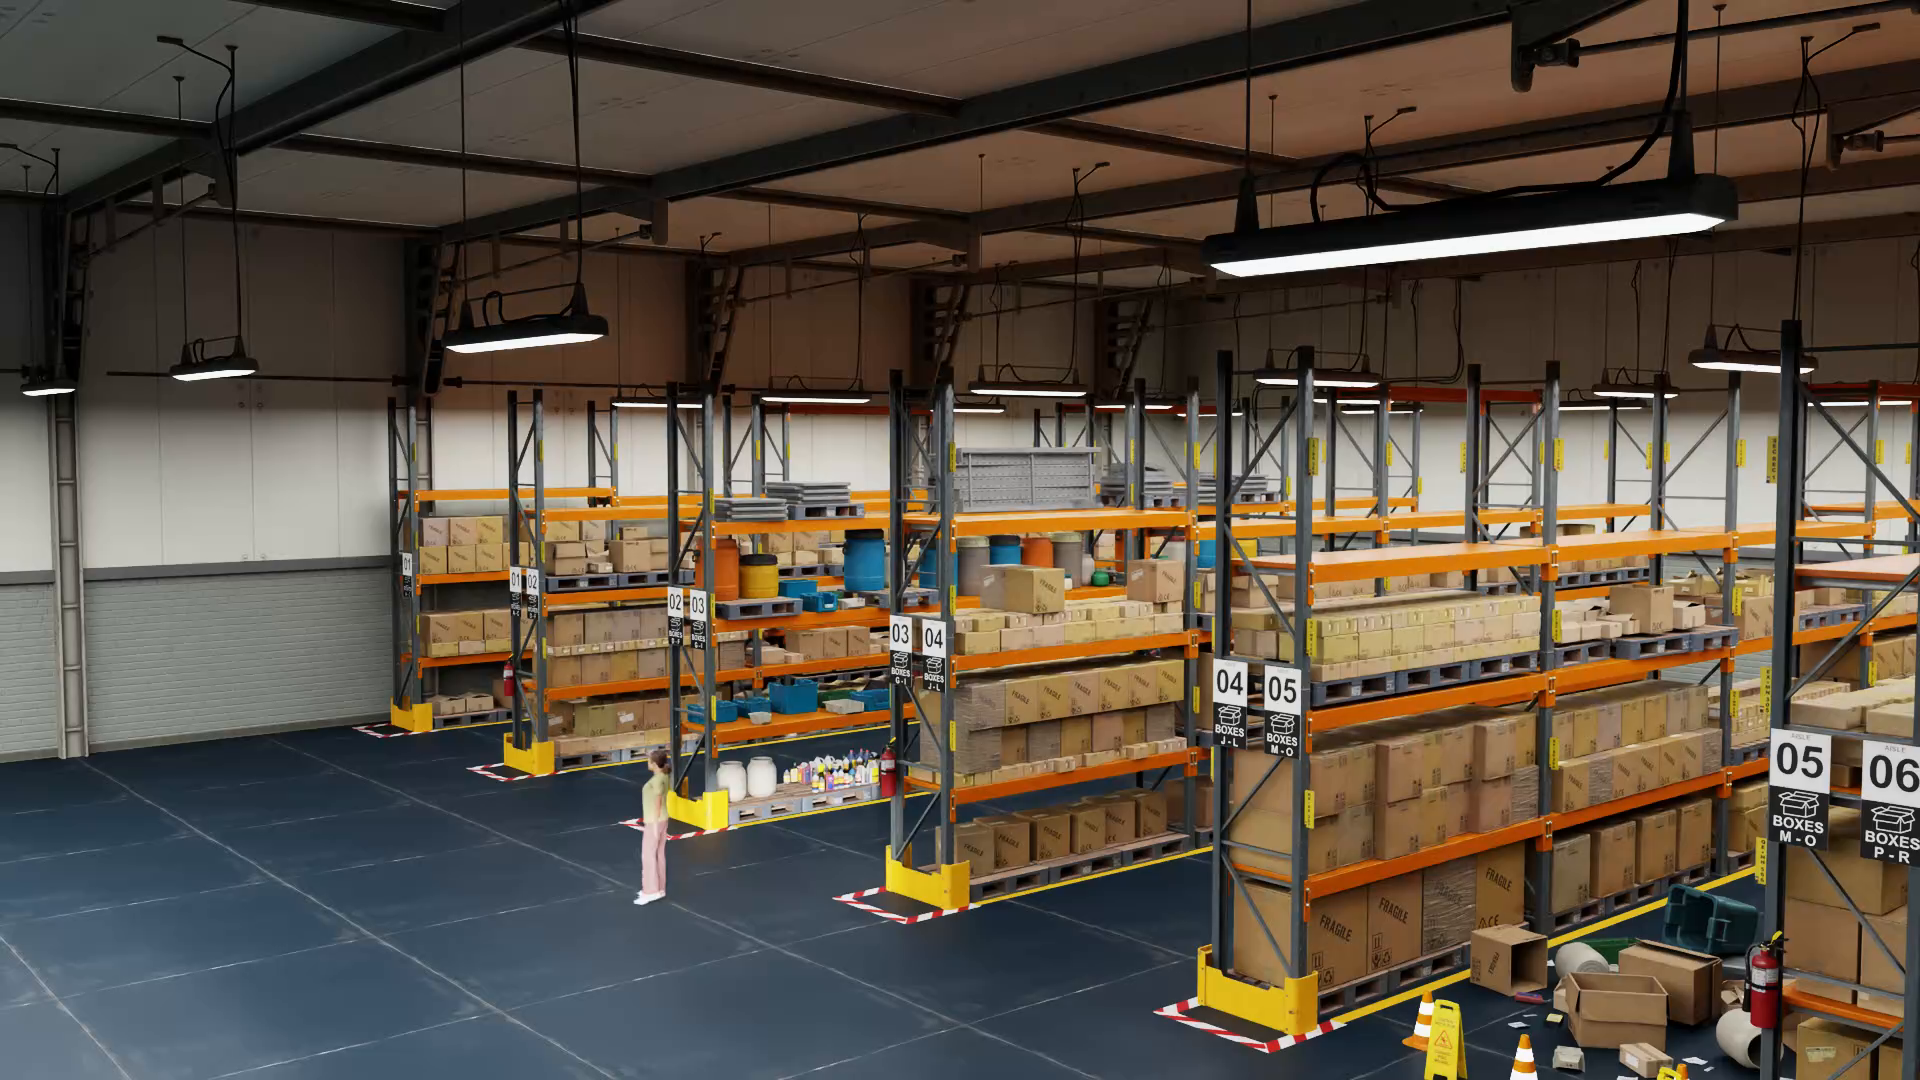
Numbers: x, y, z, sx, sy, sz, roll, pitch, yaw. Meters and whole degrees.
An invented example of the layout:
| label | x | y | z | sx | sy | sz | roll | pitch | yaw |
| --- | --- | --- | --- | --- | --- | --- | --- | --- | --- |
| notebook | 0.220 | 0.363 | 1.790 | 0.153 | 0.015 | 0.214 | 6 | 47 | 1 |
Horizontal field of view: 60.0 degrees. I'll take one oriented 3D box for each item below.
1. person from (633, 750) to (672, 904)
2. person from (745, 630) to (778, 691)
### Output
| label | x | y | z | sx | sy | sz | roll | pitch | yaw |
| --- | --- | --- | --- | --- | --- | --- | --- | --- | --- |
| person | -3.464 | 3.237 | 18.851 | 0.388 | 1.716 | 0.516 | 0 | 3 | 4 |
| person | -3.691 | 2.490 | 31.147 | 0.699 | 1.717 | 0.679 | 1 | 3 | 16 |
